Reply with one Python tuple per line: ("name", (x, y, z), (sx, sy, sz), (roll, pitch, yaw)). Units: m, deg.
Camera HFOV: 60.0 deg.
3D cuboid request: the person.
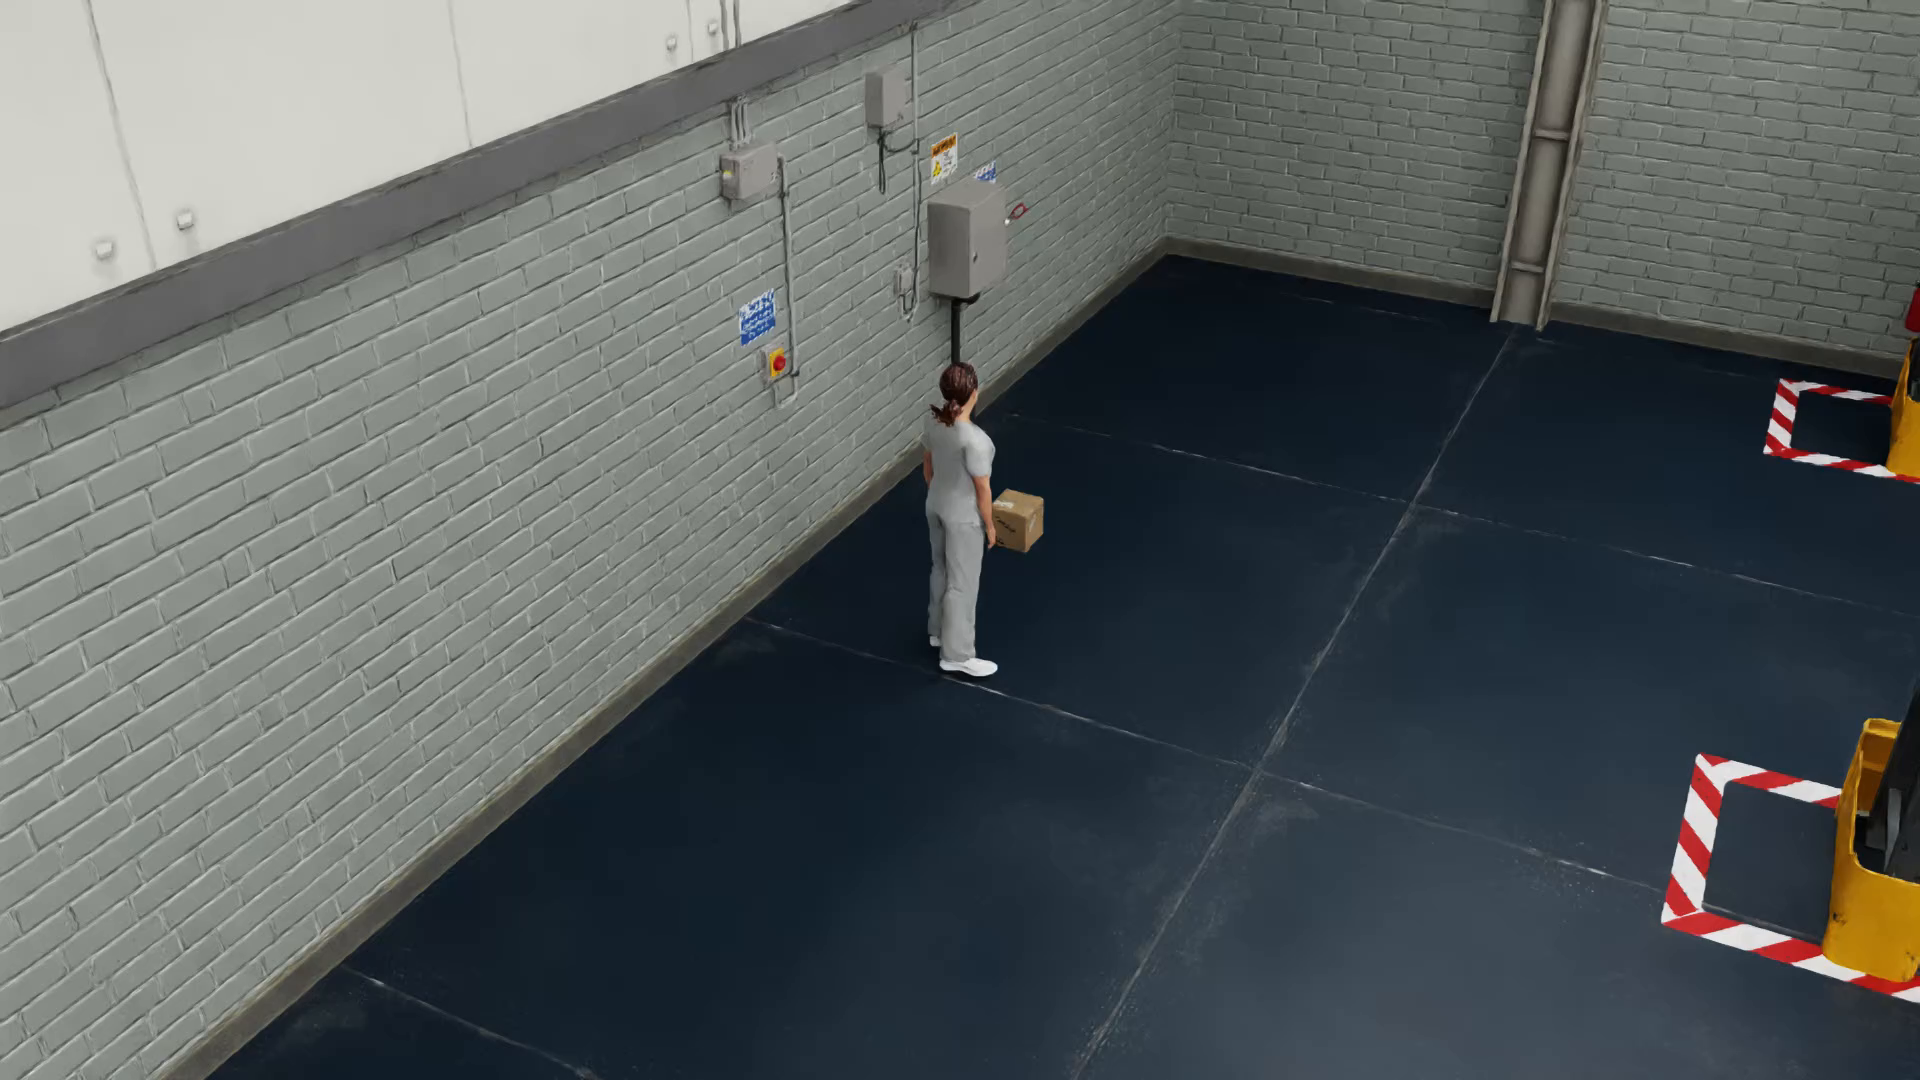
("person", (0.002, -0.127, 8.457), (0.380, 1.676, 0.564), (-20, 36, -30))
